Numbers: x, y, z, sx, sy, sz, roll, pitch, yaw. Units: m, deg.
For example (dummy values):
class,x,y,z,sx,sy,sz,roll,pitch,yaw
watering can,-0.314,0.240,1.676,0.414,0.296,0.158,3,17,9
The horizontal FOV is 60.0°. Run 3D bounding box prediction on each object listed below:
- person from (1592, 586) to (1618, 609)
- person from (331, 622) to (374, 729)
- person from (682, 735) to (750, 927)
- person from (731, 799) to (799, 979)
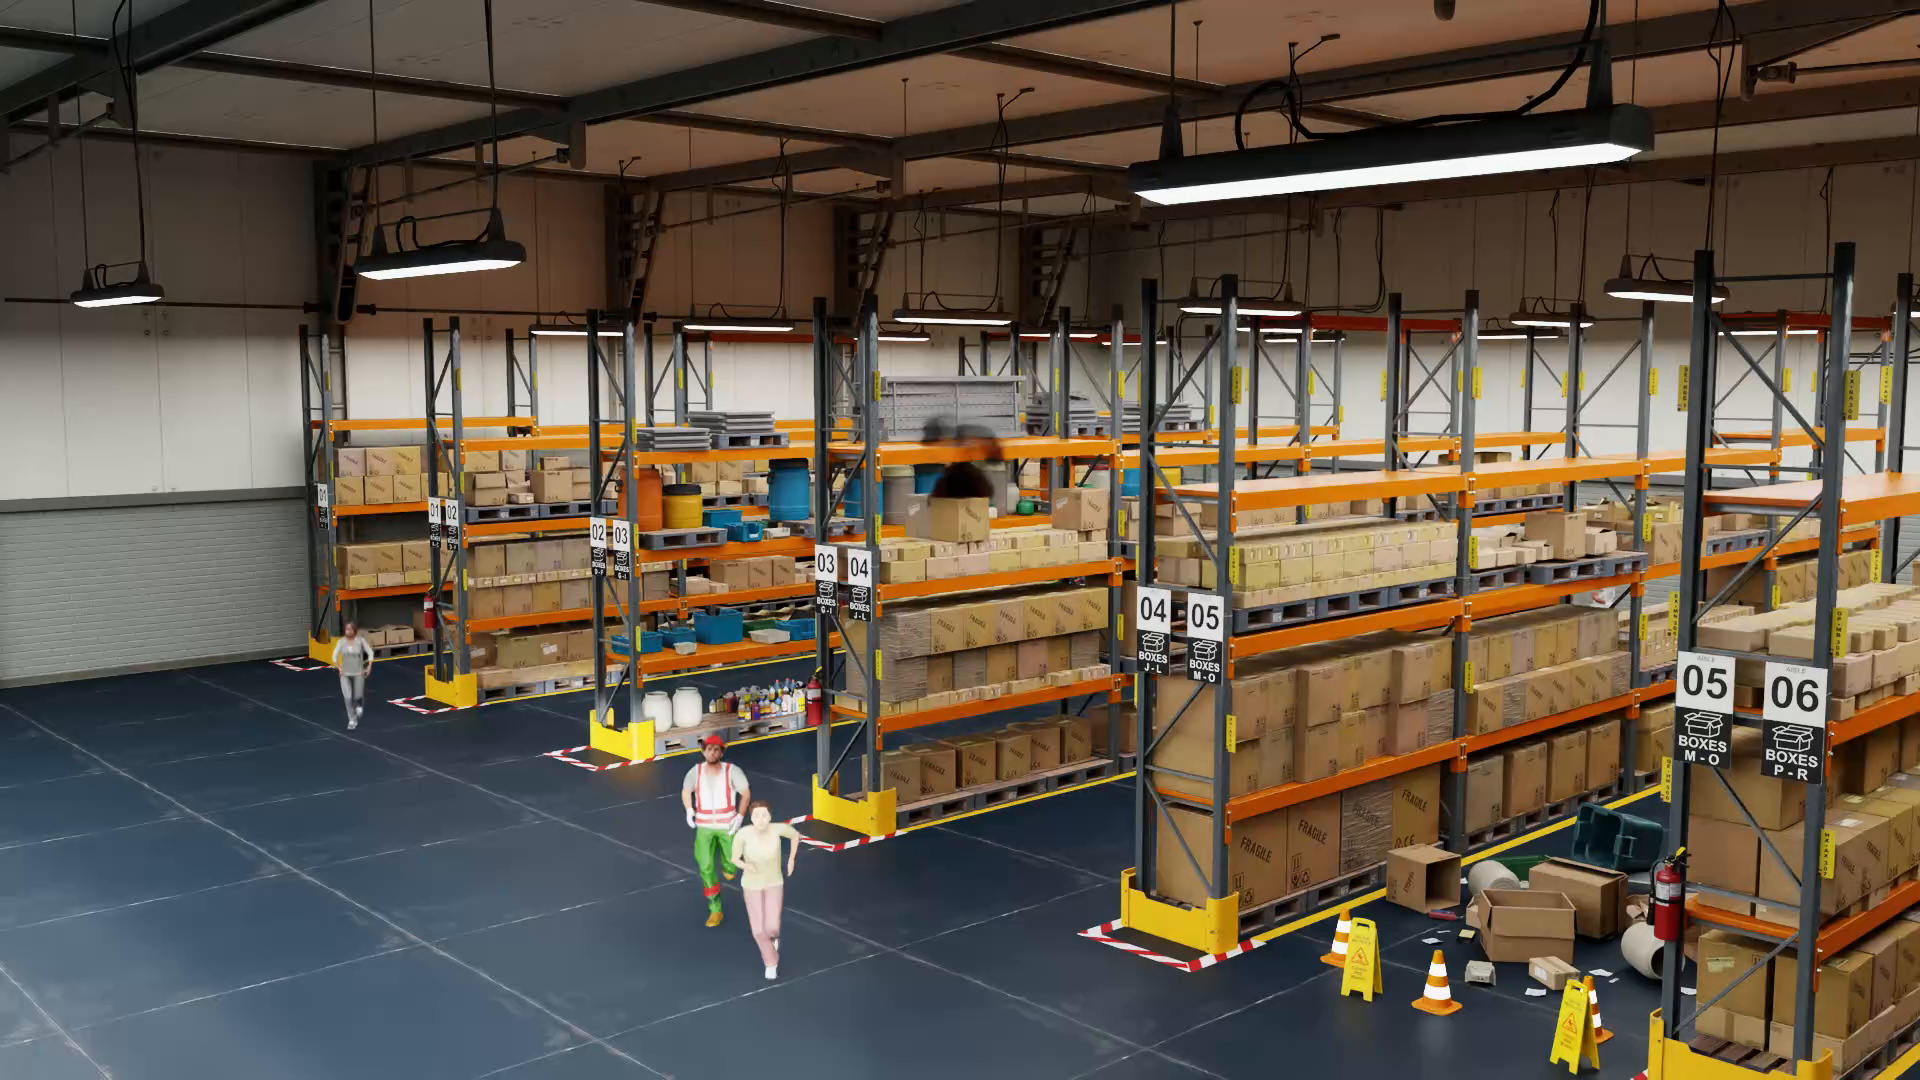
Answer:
class,x,y,z,sx,sy,sz,roll,pitch,yaw
person,11.568,1.277,29.836,0.664,1.780,0.658,-4,7,-35
person,-8.840,1.956,24.220,0.580,1.563,0.574,-2,6,-17
person,-2.328,2.717,15.867,0.657,1.742,0.880,-1,6,-5
person,-1.652,2.960,14.075,0.562,1.604,0.646,0,6,-2
